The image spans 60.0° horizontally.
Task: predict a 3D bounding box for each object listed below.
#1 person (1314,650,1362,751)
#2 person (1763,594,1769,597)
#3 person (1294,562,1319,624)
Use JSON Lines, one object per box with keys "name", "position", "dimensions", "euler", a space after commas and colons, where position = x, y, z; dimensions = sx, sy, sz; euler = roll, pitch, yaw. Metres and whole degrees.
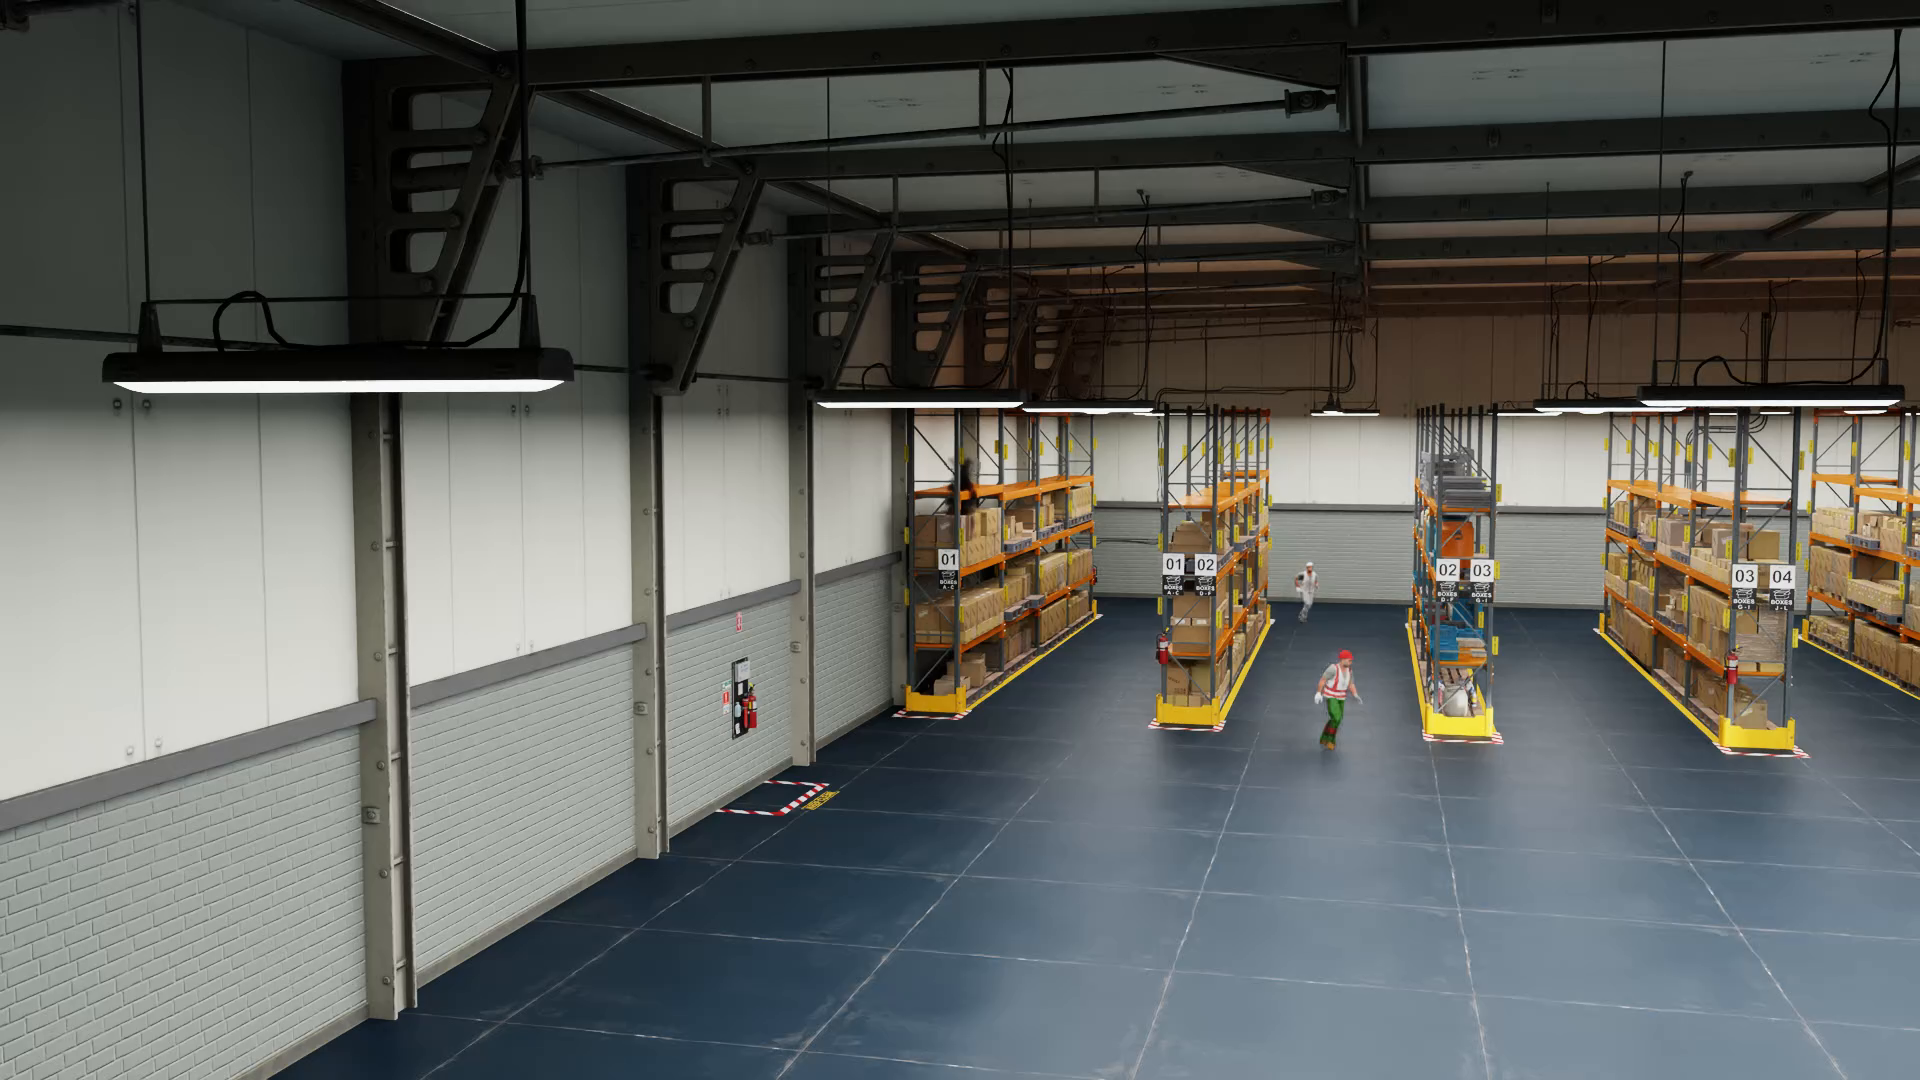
{"name": "person", "position": [6.532, 2.762, 28.888], "dimensions": [0.658, 1.730, 0.737], "euler": [-3, 5, -31]}
{"name": "person", "position": [20.980, 1.717, 43.774], "dimensions": [0.590, 1.696, 0.624], "euler": [3, 5, 32]}
{"name": "person", "position": [9.697, 1.473, 46.440], "dimensions": [0.611, 1.733, 0.844], "euler": [-1, 4, -19]}
